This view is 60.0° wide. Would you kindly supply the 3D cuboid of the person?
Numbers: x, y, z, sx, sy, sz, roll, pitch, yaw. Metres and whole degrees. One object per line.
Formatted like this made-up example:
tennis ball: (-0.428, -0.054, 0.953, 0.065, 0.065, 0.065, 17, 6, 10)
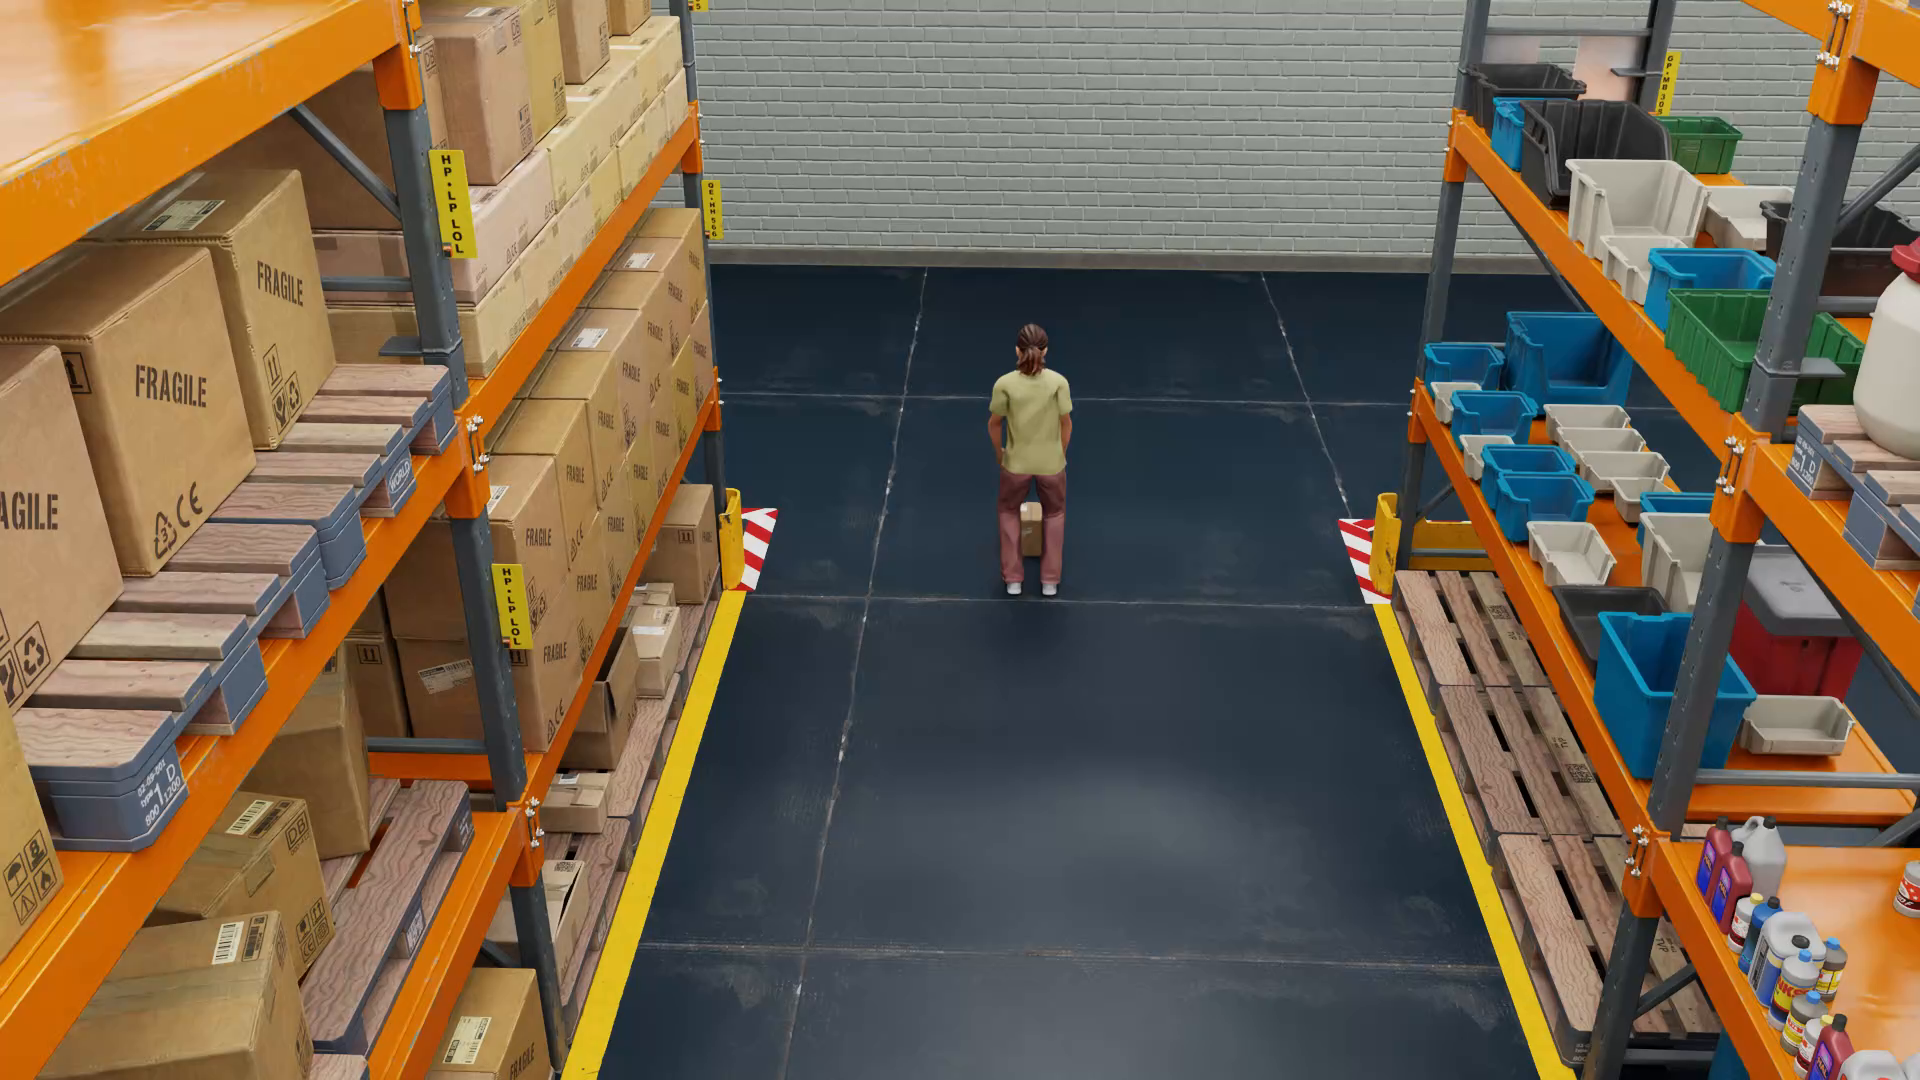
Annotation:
person: (0.398, -0.445, 9.545, 0.478, 1.603, 0.426, 2, 28, 3)
